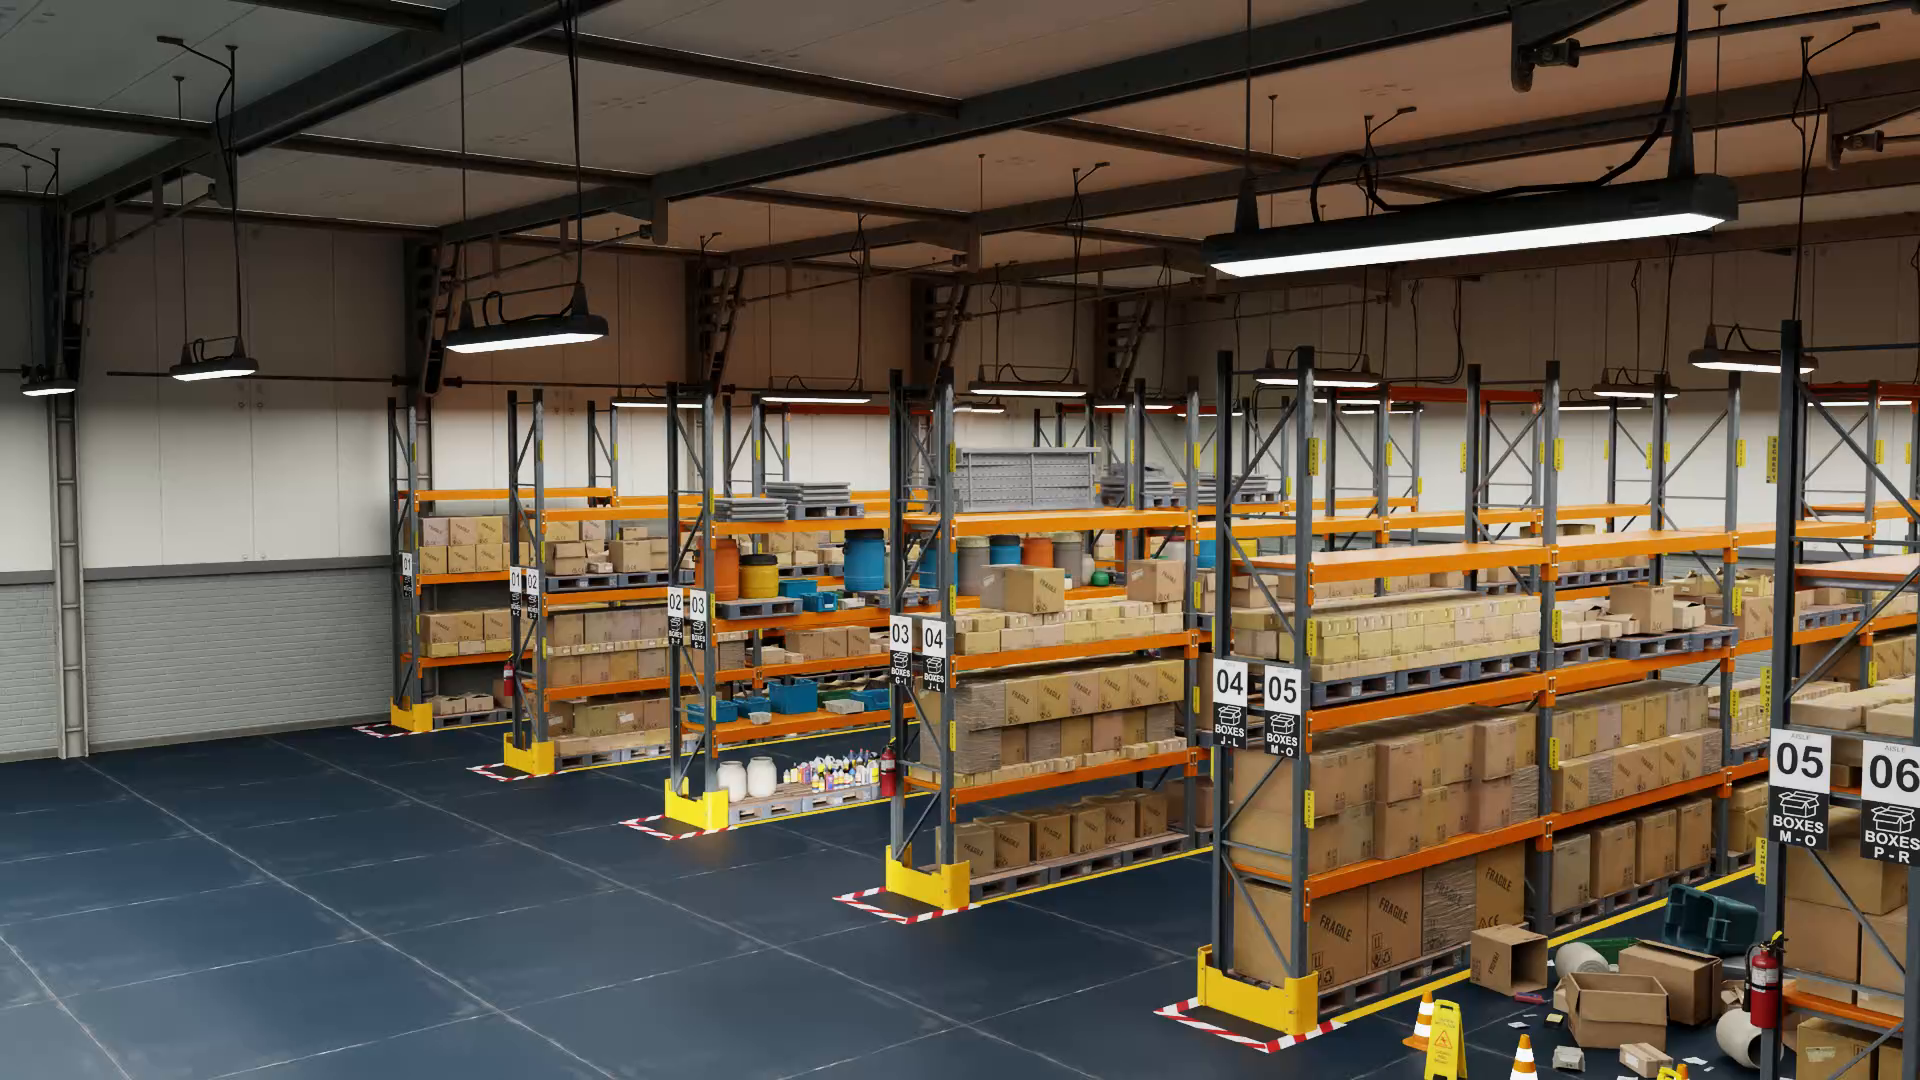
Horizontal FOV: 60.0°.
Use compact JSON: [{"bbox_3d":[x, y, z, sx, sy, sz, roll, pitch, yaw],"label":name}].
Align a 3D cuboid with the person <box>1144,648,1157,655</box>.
[{"bbox_3d":[3.729,2.434,32.672,0.523,1.658,0.668,-3,5,-44],"label":"person"}]
